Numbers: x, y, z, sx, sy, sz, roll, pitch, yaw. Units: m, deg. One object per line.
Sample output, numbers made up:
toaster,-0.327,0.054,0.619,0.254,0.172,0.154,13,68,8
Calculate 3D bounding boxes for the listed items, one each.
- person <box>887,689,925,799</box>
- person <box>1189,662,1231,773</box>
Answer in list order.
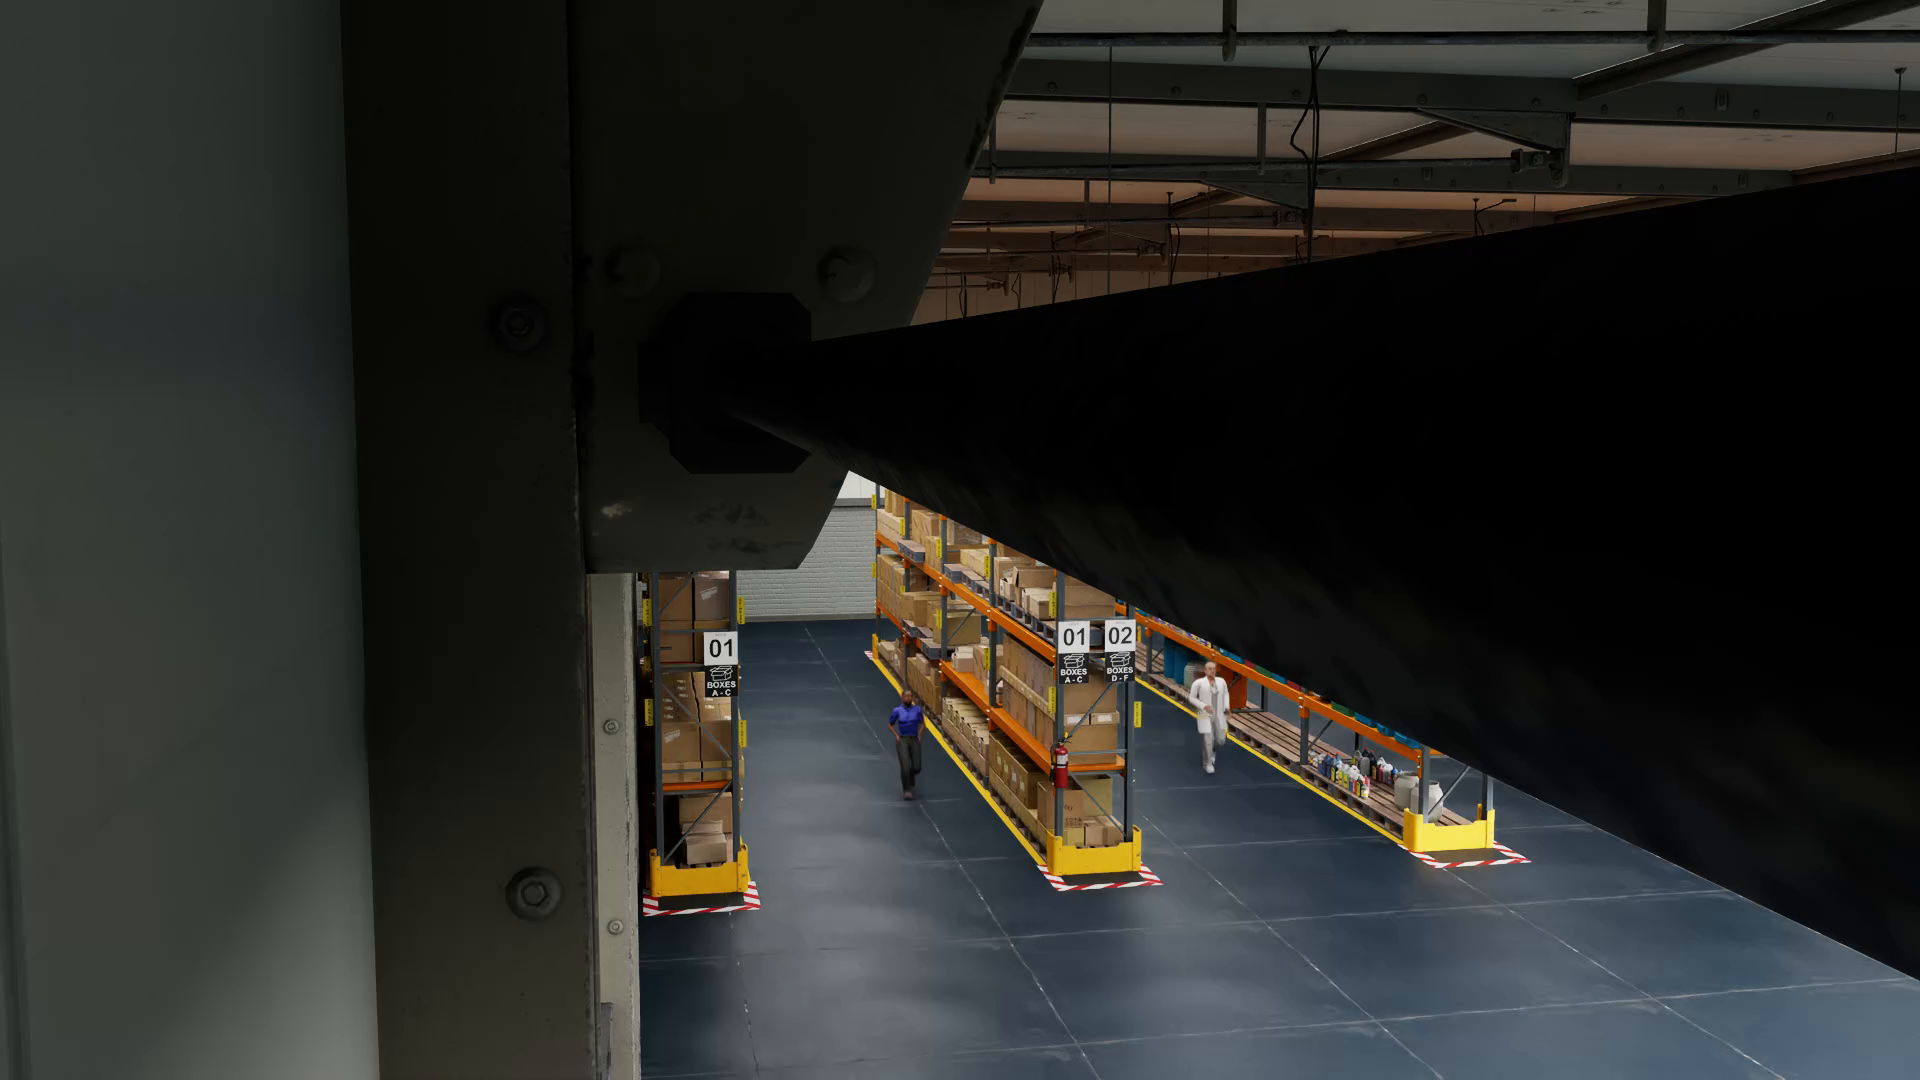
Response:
person,-0.788,3.001,24.667,0.574,1.602,0.587,-1,6,-12
person,3.949,2.787,26.146,0.707,1.736,0.633,-1,6,-12
